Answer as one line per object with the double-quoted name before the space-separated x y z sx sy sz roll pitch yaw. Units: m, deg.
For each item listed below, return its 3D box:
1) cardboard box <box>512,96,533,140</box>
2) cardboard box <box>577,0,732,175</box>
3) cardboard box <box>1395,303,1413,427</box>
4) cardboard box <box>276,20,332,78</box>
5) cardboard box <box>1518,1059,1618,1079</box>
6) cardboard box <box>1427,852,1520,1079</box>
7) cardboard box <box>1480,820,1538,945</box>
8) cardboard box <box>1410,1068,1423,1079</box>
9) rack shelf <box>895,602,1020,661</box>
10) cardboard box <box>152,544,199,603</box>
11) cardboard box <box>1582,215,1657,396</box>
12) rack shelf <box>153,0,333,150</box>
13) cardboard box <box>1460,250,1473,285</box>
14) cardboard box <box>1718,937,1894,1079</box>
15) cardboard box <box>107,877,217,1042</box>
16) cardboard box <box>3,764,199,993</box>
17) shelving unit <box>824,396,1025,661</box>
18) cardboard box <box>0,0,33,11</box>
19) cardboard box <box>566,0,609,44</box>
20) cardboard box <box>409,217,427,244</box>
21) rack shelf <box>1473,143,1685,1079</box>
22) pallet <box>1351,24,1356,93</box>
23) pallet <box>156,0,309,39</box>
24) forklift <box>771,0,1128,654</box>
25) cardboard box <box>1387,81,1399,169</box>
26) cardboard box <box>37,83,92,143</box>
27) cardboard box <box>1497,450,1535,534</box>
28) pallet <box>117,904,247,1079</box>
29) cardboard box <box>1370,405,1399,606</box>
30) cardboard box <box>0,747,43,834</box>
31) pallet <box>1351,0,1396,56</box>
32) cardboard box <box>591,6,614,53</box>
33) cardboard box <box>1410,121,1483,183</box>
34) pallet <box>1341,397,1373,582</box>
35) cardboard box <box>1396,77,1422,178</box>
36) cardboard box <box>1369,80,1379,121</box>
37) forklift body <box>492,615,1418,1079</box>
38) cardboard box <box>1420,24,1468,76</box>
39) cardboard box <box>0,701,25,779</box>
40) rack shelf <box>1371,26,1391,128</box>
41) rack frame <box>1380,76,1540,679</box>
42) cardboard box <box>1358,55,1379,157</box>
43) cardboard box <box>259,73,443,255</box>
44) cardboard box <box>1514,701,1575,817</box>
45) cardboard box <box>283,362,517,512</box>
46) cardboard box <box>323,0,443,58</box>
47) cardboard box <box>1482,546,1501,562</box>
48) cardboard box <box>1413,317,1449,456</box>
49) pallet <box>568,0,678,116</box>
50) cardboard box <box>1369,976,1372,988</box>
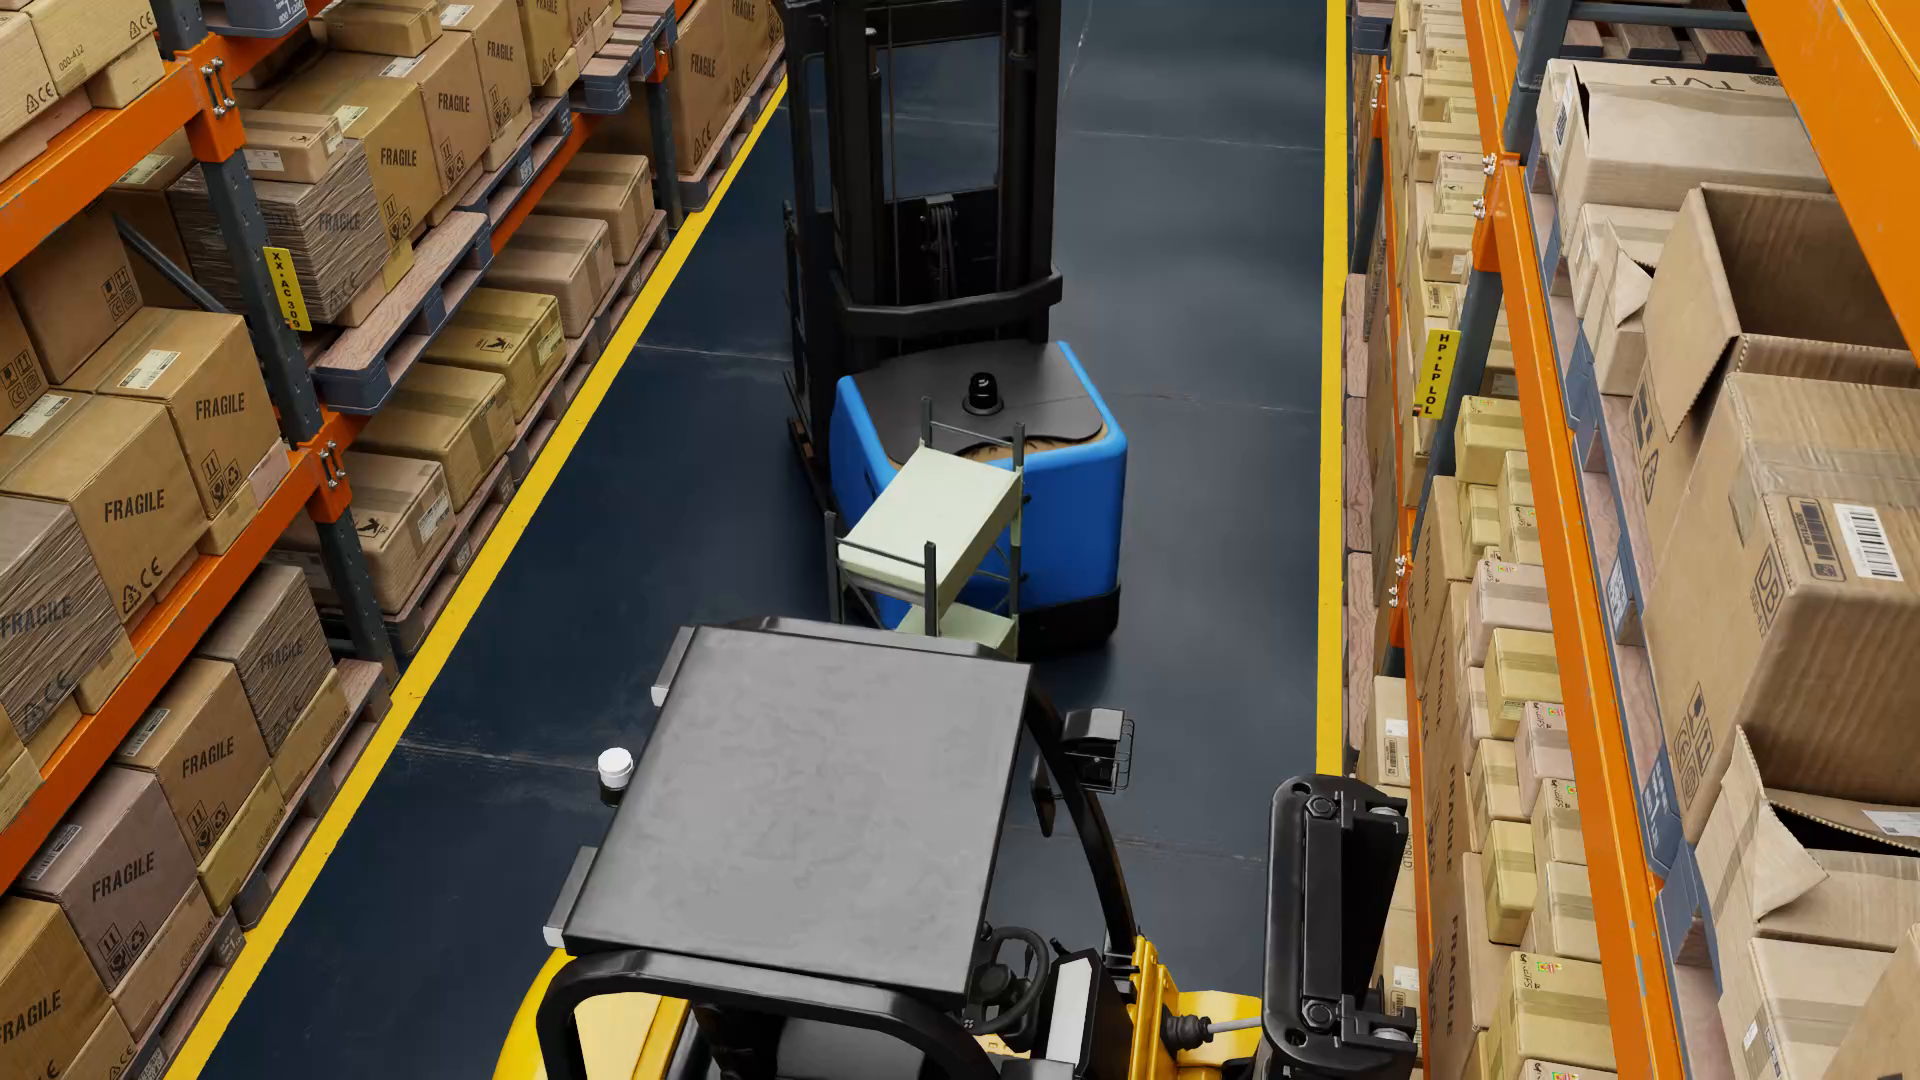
"cardboard box" -2.193 -1.952 7.625 0.380 0.149 0.250 5 40 6
"cardboard box" -1.977 -2.867 10.202 0.875 0.875 0.875 6 40 7
"cardboard box" 1.930 -0.648 6.297 0.500 0.250 0.500 6 40 7
"cardboard box" -2.836 -1.854 6.997 0.500 0.500 0.500 8 40 9
"cardboard box" 1.264 1.165 3.165 0.380 0.149 0.250 7 40 9
"cardboard box" 1.417 1.127 3.955 0.500 0.500 0.500 7 40 8
"cardboard box" 1.418 0.806 3.833 0.380 0.149 0.250 6 40 7
"cardboard box" 1.355 1.699 4.385 0.500 0.250 0.500 6 40 7
"rack shelf" -0.109 0.580 6.383 0.431 0.370 0.720 16 42 19
"cardboard box" -2.784 0.055 5.526 0.380 0.149 0.250 7 40 8
"cardboard box" 1.463 -0.451 3.285 0.396 0.266 0.258 6 40 7
"rack shelf" -2.524 -2.723 6.900 1.077 0.370 4.000 6 40 8
"cardboard box" 1.981 -0.884 5.877 0.380 0.149 0.250 6 40 8
"cardboard box" 1.171 0.653 2.041 0.380 0.149 0.250 5 40 6
"cardboard box" -2.883 1.363 5.576 0.500 0.250 0.500 7 40 8
"cardboard box" -2.882 1.060 5.354 0.500 0.500 0.500 8 40 10
"shelving unit" -0.109 0.329 6.175 0.431 1.500 0.755 16 42 19
"cardboard box" -2.679 -1.561 4.502 0.380 0.149 0.250 5 40 7
"cardboard box" -2.062 -2.773 8.109 0.500 0.500 0.500 6 40 7
"cardboard box" -2.438 -1.309 6.846 0.380 0.149 0.250 9 40 11
"rack shelf" 1.673 0.332 3.205 1.077 0.370 4.000 6 40 8
"pallet" 3.300 -3.476 11.788 1.003 0.211 1.213 6 40 8
"pallet" -2.658 -2.049 5.667 1.213 0.211 1.003 6 40 8
"forklift" -0.222 -1.506 7.271 1.130 2.935 3.031 -11 41 -13
"cardboard box" 2.302 -1.930 7.848 0.500 0.250 0.500 6 40 7
"cardboard box" -2.755 -1.268 4.773 0.380 0.149 0.250 7 40 8
"cardboard box" 1.733 -0.104 4.701 0.380 0.149 0.250 7 40 8
"pallet" -3.160 1.679 5.554 1.003 0.211 1.213 6 40 8
"cardboard box" 2.240 -0.106 7.058 0.875 0.625 0.625 6 40 7
"cardboard box" -2.881 0.703 4.742 0.380 0.149 0.250 7 40 8
"pallet" 2.760 -2.914 9.071 1.213 0.211 1.003 6 40 8
"cardboard box" -1.978 -2.594 8.401 0.380 0.149 0.250 6 40 7
"cardboard box" 2.021 -1.552 6.686 0.380 0.149 0.250 5 40 6
"pallet" 2.317 -0.204 7.831 1.003 0.211 1.213 6 40 8
"cardboard box" 2.198 -1.798 7.295 0.500 0.250 0.500 5 40 7
"cardboard box" 2.564 -2.516 9.562 0.380 0.149 0.250 4 40 5
"forklift body" -0.142 1.402 4.367 2.313 2.155 1.214 6 40 8
"cardboard box" 2.269 -2.179 7.443 0.380 0.149 0.250 7 40 8
"cardboard box" -2.954 0.536 4.436 0.500 0.500 0.500 6 40 7
"rack shelf" 3.058 -3.533 10.233 1.077 0.370 4.000 6 40 8
"rack frame" 2.019 -0.044 5.450 1.000 3.000 0.127 6 40 8
"cardboard box" 2.758 -2.684 10.274 0.500 0.500 0.500 8 40 10
"cardboard box" -2.420 -1.482 6.546 0.500 0.500 0.500 7 40 8
"cardboard box" 1.527 0.537 3.926 0.380 0.149 0.250 6 40 7
"cardboard box" -2.661 -0.520 7.757 0.950 0.372 0.625 9 40 10
"cardboard box" -2.354 -2.104 6.790 0.380 0.149 0.250 9 40 10
"cardboard box" 1.644 0.167 4.606 0.380 0.149 0.250 6 40 8
"cardboard box" 1.852 -0.516 5.745 0.500 0.250 0.500 6 40 7
"pallet" -2.196 -2.567 8.651 1.213 0.211 1.003 6 40 8
"cardboard box" 1.448 1.561 4.944 0.500 0.250 0.500 6 40 7
